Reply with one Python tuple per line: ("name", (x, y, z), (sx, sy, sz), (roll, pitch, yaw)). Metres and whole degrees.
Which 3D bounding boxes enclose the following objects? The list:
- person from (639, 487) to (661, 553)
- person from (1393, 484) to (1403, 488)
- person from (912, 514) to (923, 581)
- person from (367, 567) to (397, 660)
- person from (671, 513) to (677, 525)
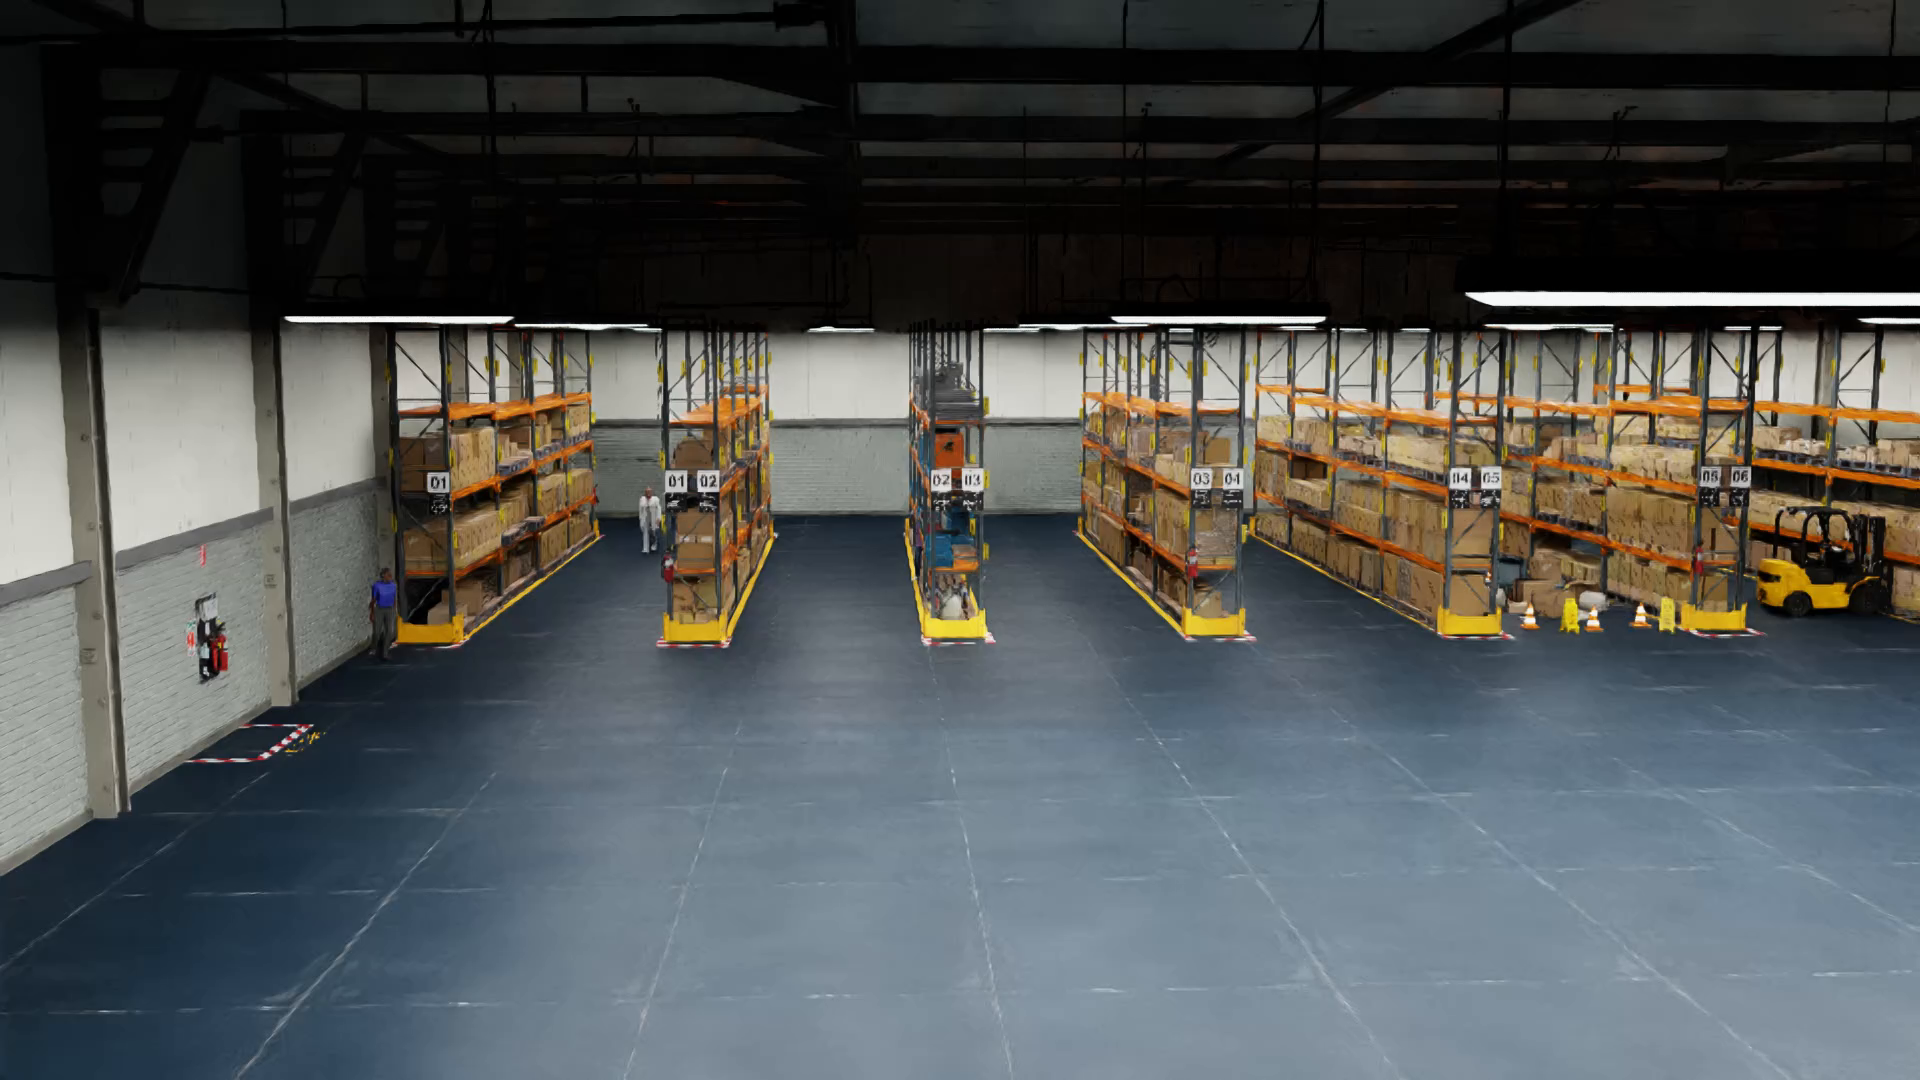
("person", (-8.162, -0.542, 43.783), (0.603, 1.725, 1.110), (0, 7, -4))
("person", (11.540, -0.601, 44.082), (0.597, 1.746, 0.668), (3, 8, 21))
("person", (-0.809, 0.139, 38.382), (0.462, 1.556, 0.875), (2, 7, 19))
("person", (-10.249, 1.282, 29.452), (0.517, 1.646, 0.528), (-6, 9, -39))
("person", (-8.556, -1.286, 49.851), (0.721, 1.717, 0.546), (-7, 10, -43))
